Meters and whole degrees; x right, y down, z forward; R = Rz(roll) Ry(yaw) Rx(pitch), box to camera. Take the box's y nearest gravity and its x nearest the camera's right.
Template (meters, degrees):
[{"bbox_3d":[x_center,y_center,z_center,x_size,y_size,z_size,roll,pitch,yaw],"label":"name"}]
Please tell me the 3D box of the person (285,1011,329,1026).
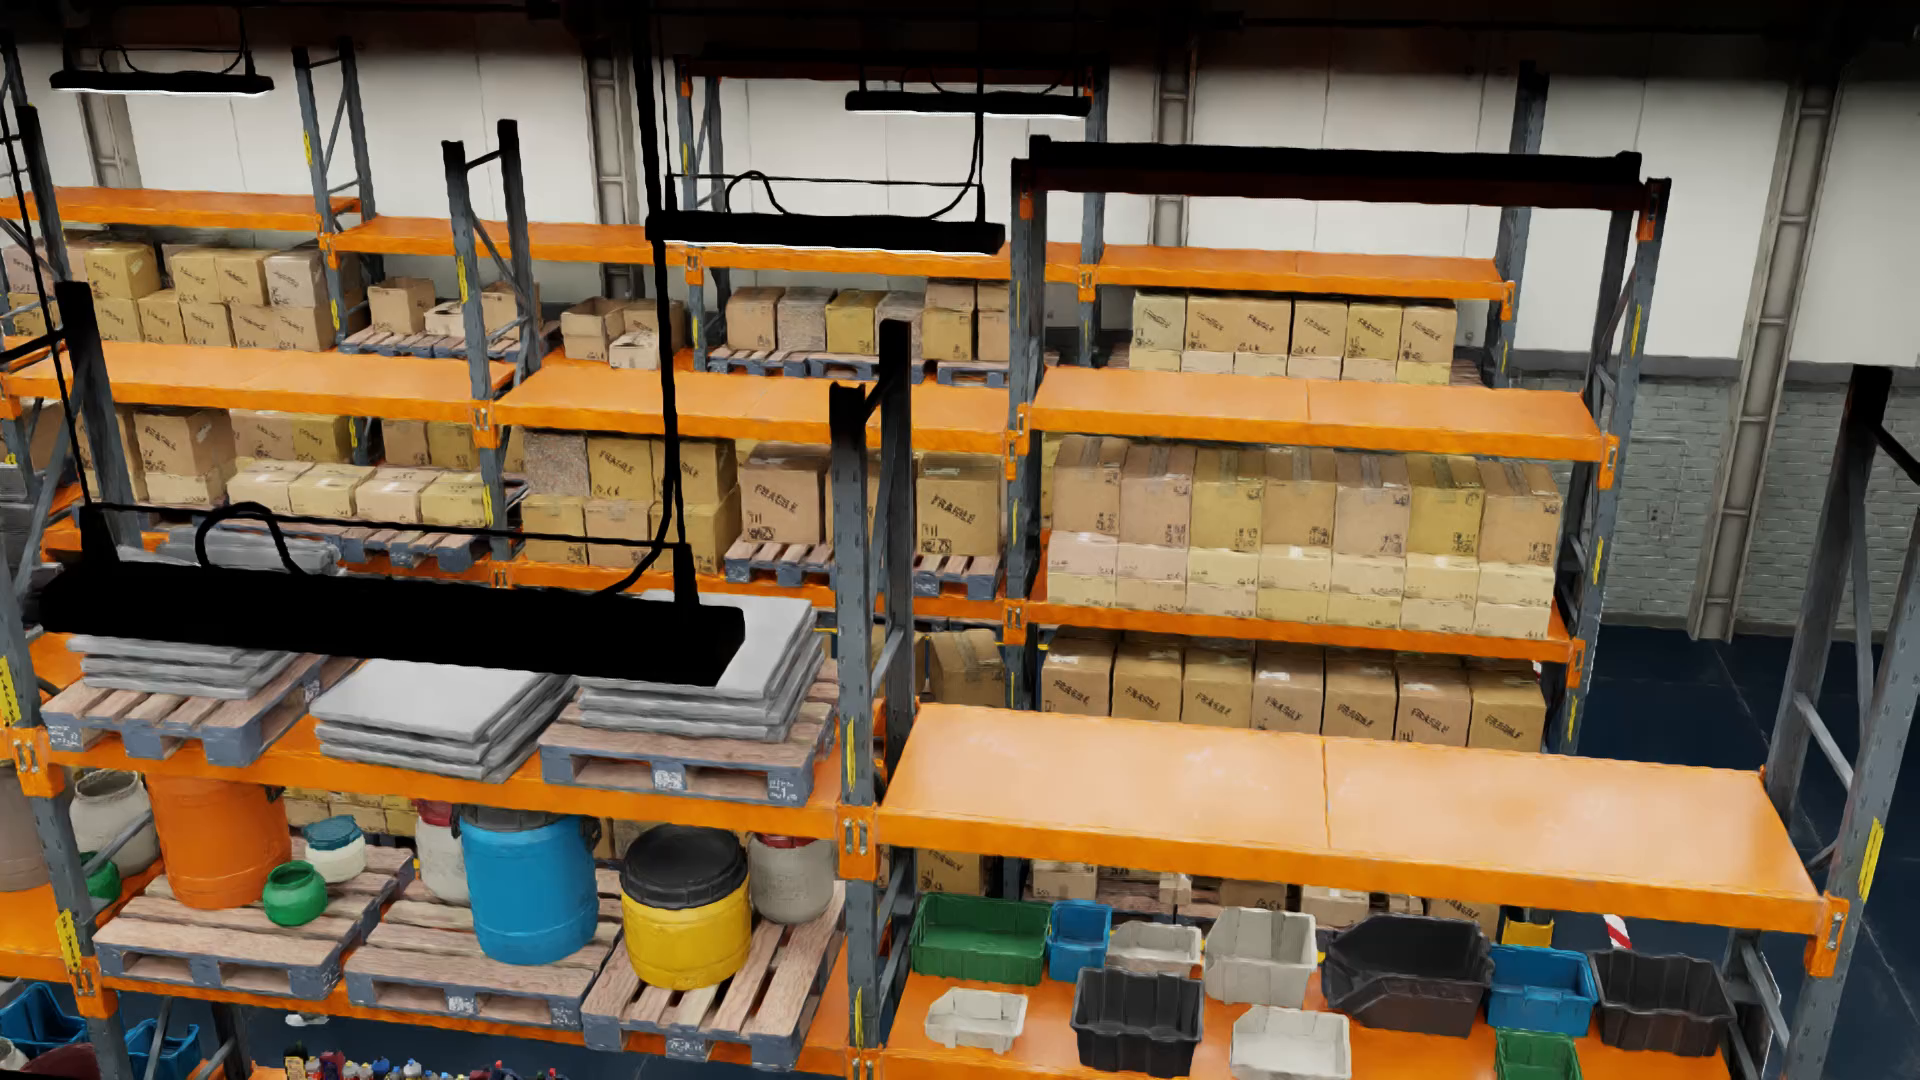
[{"bbox_3d":[-4.837,2.719,11.908,0.507,1.618,0.580,3,23,8],"label":"person"}]
